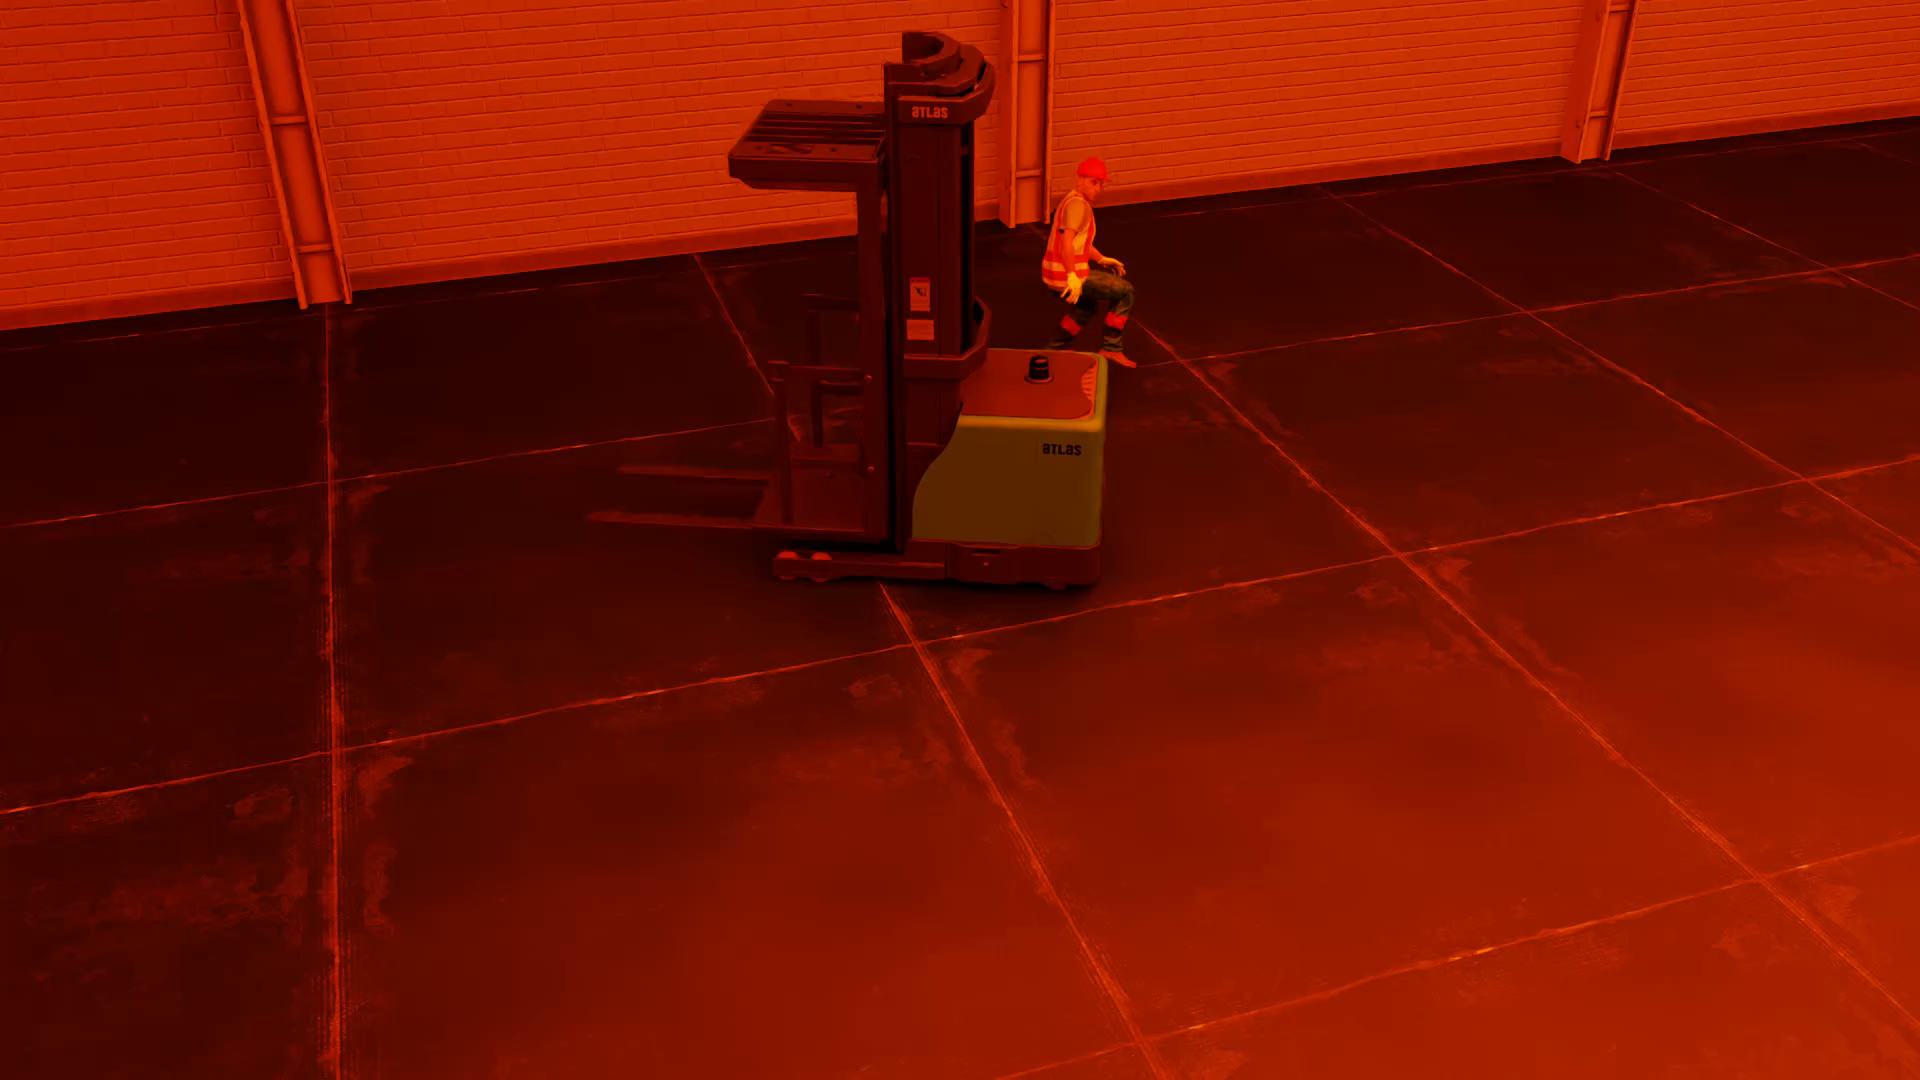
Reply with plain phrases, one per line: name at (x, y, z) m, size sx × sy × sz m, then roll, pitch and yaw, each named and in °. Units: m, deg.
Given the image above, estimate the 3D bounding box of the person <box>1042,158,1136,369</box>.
person at (0.935, -1.914, 11.836) m, size 0.739 × 1.551 × 0.789 m, roll -10°, pitch 31°, yaw -16°

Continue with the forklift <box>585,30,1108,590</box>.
forklift at (-0.667, -1.286, 9.323) m, size 3.031 × 2.935 × 1.130 m, roll 3°, pitch 30°, yaw 5°
